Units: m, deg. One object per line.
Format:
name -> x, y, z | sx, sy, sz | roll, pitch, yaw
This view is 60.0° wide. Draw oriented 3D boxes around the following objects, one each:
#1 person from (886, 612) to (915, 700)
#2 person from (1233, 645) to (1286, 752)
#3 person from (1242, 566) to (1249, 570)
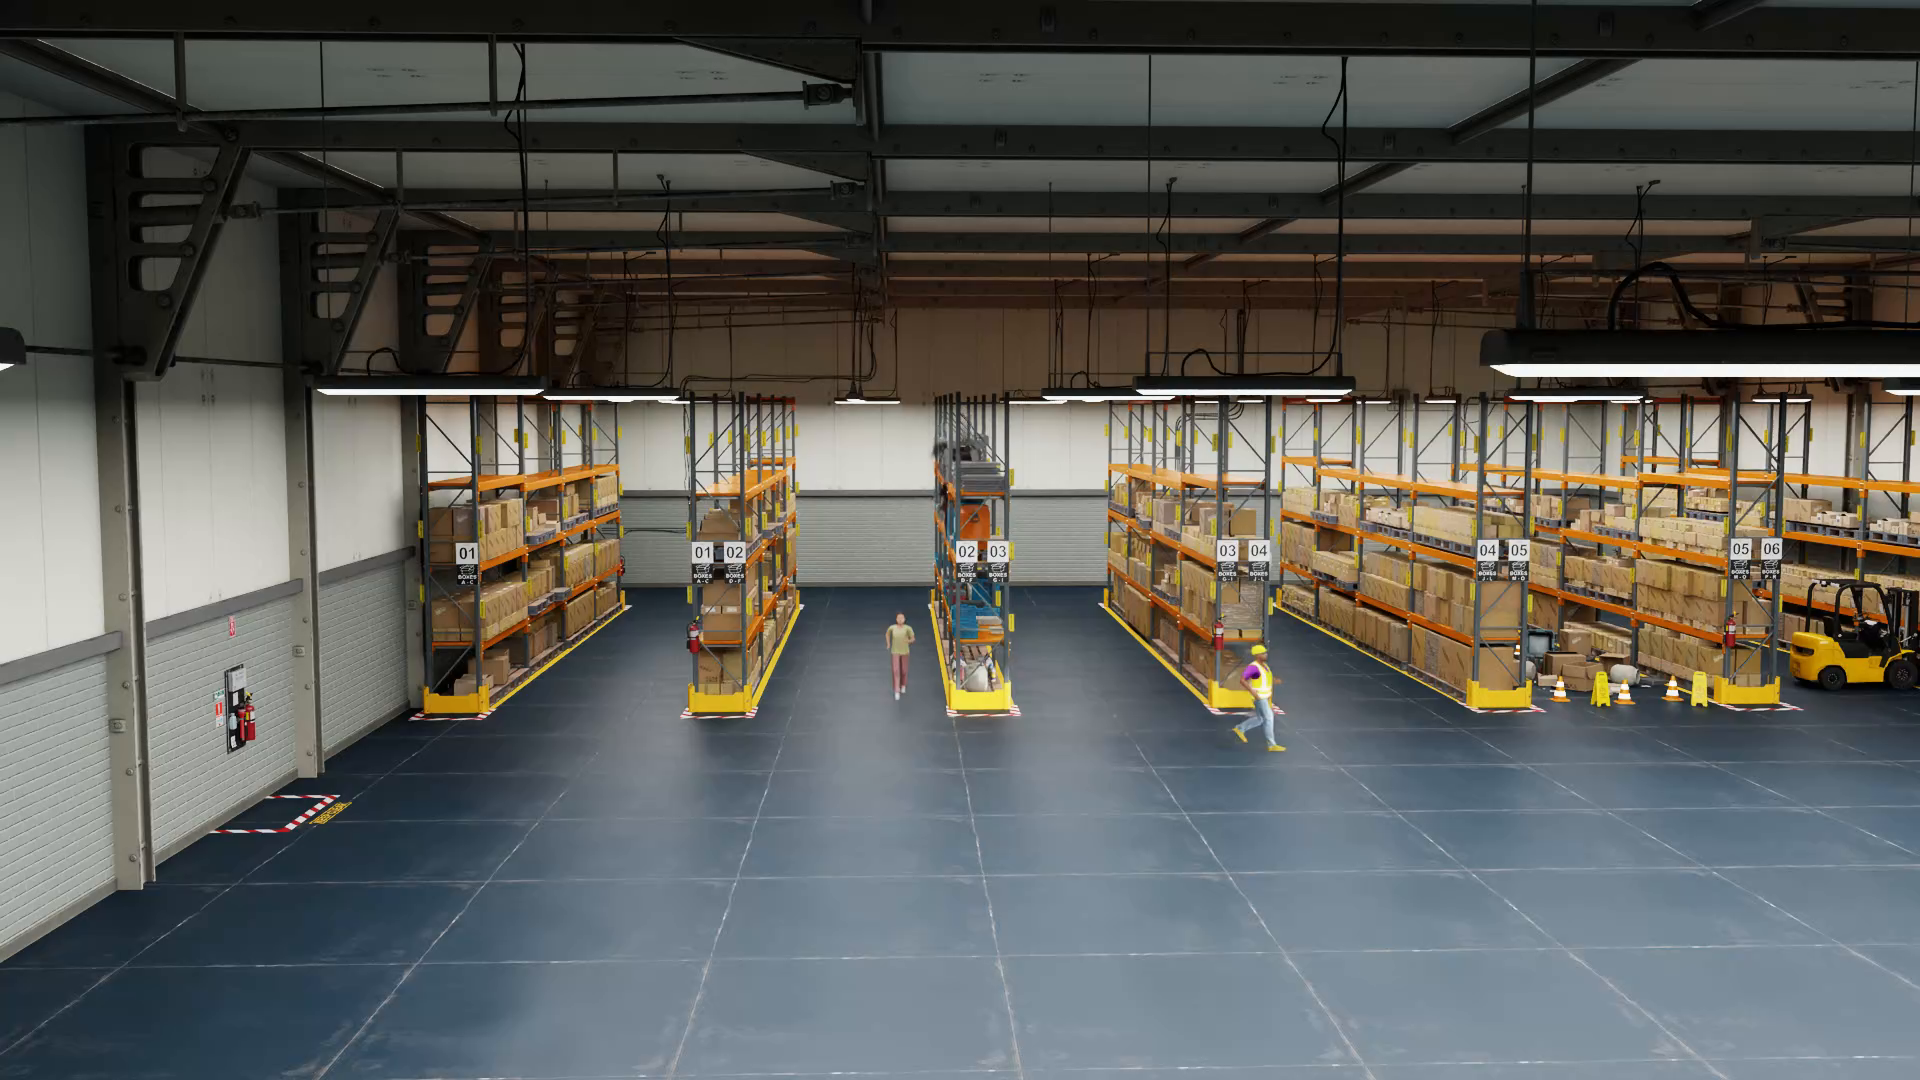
person -> -1.171, 2.240, 32.690 | 0.577, 1.663, 0.947 | 0, 5, -1
person -> 4.990, 2.619, 27.690 | 0.954, 1.748, 0.711 | 2, 5, 28
person -> 7.940, 1.264, 46.232 | 0.568, 1.568, 0.554 | 0, 5, 2
